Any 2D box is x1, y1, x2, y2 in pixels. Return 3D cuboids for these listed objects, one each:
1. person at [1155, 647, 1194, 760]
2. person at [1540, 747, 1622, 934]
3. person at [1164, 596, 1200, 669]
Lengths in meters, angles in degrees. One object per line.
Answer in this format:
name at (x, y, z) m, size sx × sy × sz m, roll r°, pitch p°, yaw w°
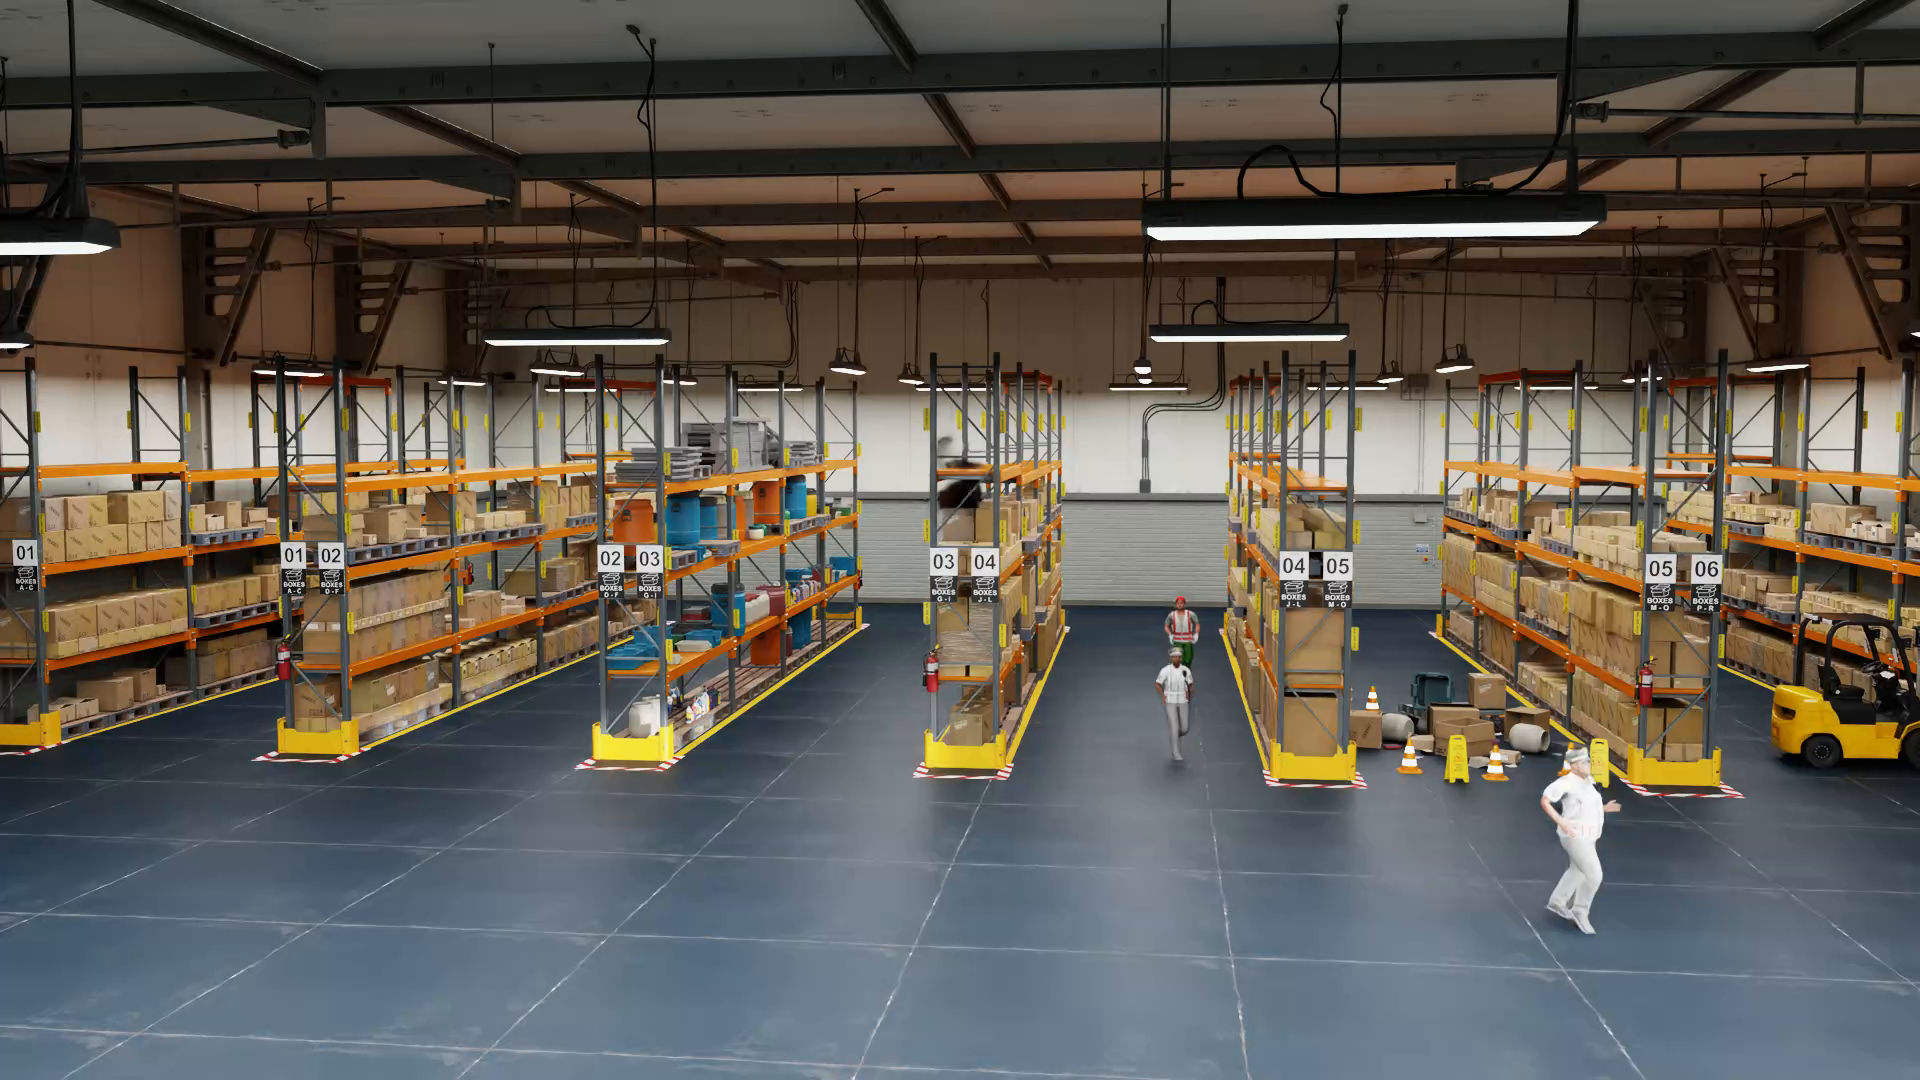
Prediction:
person at (3.209, 2.417, 24.826) m, size 0.580 × 1.654 × 0.681 m, roll 0°, pitch 4°, yaw -6°
person at (6.152, 2.968, 16.460) m, size 0.725 × 1.839 × 0.637 m, roll 4°, pitch 6°, yaw 44°
person at (4.171, 1.925, 31.254) m, size 0.661 × 1.745 × 0.548 m, roll 0°, pitch 4°, yaw 7°
